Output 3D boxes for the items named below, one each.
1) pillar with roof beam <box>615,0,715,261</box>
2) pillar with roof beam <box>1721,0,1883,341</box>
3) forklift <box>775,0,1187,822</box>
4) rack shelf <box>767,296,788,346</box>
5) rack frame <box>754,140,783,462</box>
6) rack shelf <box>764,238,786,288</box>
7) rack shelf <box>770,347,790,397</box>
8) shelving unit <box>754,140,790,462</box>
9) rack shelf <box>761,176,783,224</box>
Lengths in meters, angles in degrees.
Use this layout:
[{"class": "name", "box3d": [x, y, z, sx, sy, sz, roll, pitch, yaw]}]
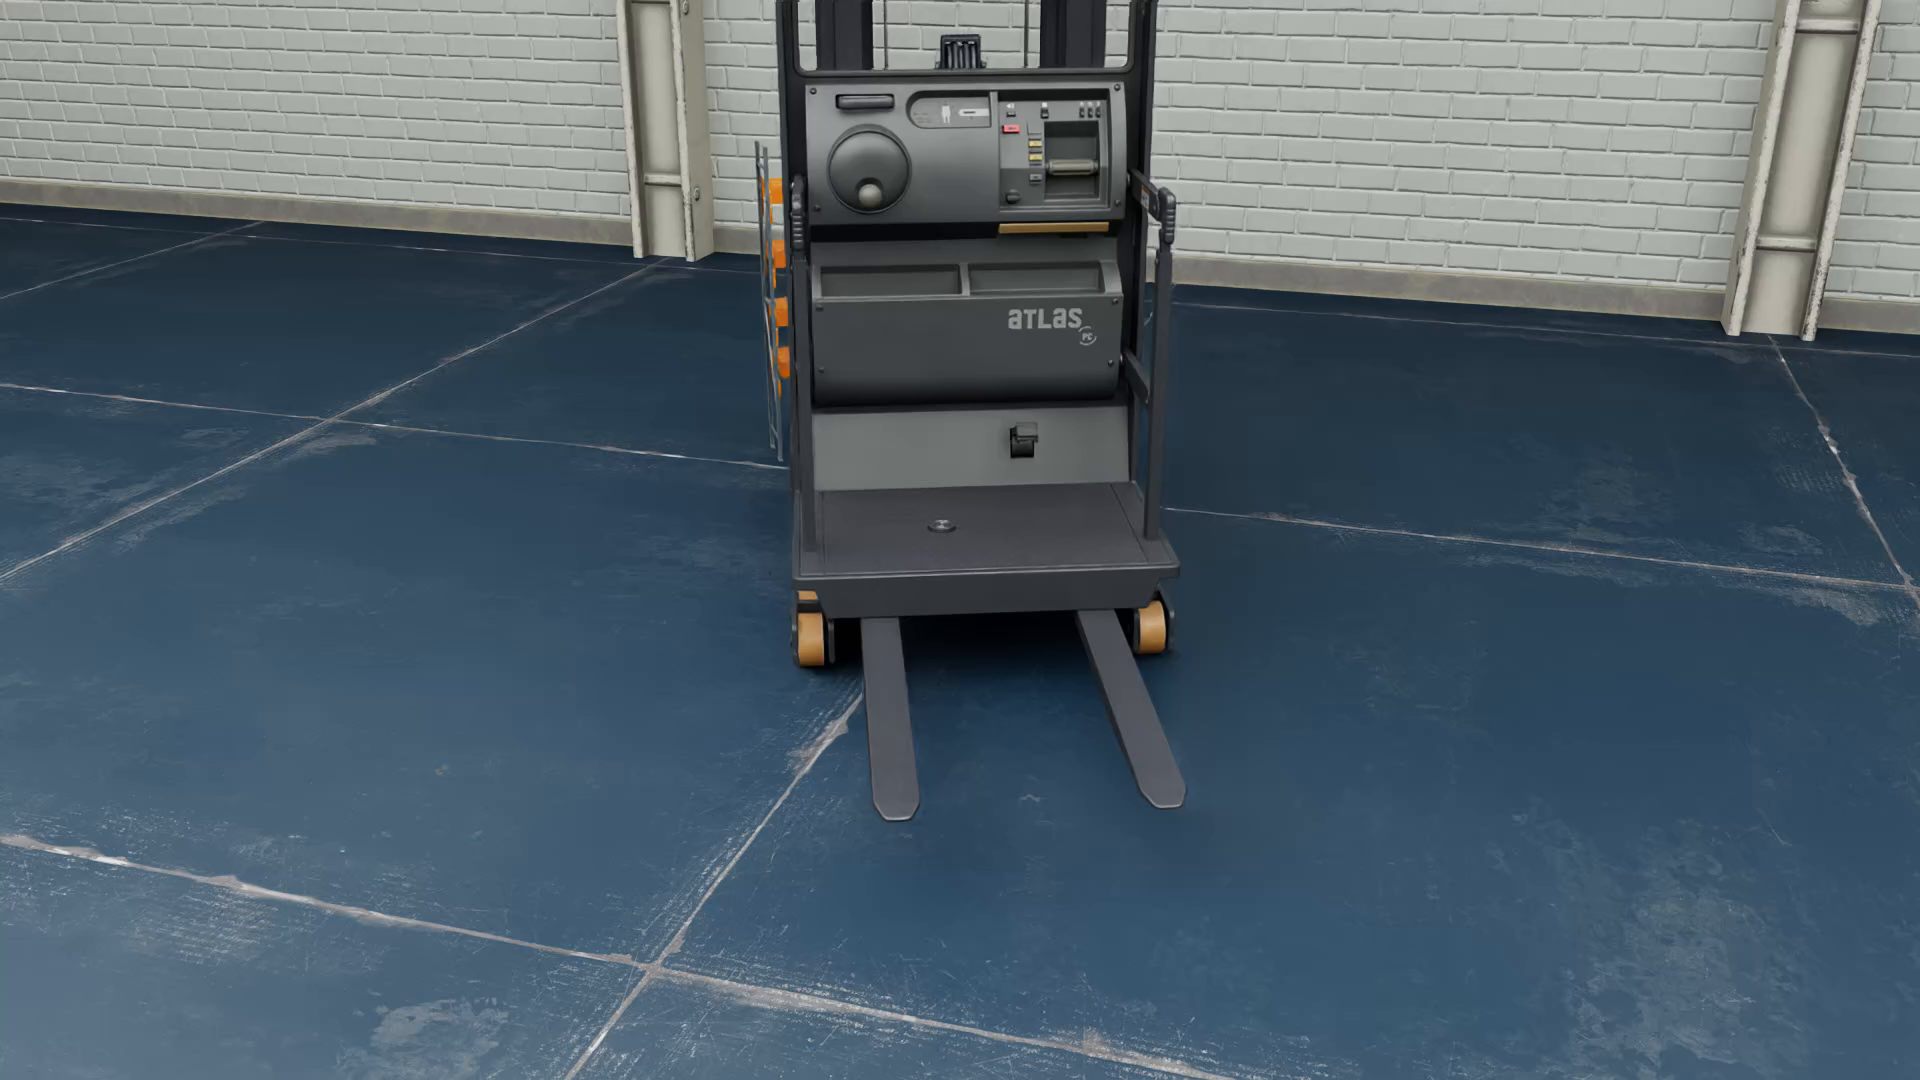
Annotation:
[{"class": "pillar with roof beam", "box3d": [-2.946, -4.310, 4.419, 0.400, 9.000, 9.100, 7, 23, 16]}, {"class": "pillar with roof beam", "box3d": [2.799, -3.652, 2.816, 0.400, 9.000, 9.100, 7, 23, 16]}, {"class": "forklift", "box3d": [0.040, -1.115, 4.625, 1.130, 2.935, 3.031, -2, 22, -4]}, {"class": "rack shelf", "box3d": [-0.497, -0.869, 6.467, 0.480, 0.148, 0.258, -6, 20, -14]}, {"class": "rack frame", "box3d": [-0.734, -0.909, 6.387, 0.015, 1.200, 0.240, -6, 20, -14]}, {"class": "rack shelf", "box3d": [-0.500, -1.080, 6.392, 0.480, 0.148, 0.258, -6, 20, -14]}, {"class": "rack shelf", "box3d": [-0.494, -0.682, 6.533, 0.480, 0.148, 0.258, -6, 20, -14]}, {"class": "shelving unit", "box3d": [-0.498, -0.932, 6.444, 0.503, 1.200, 0.258, -6, 20, -14]}, {"class": "rack shelf", "box3d": [-0.502, -1.303, 6.313, 0.480, 0.148, 0.258, -6, 20, -14]}]
